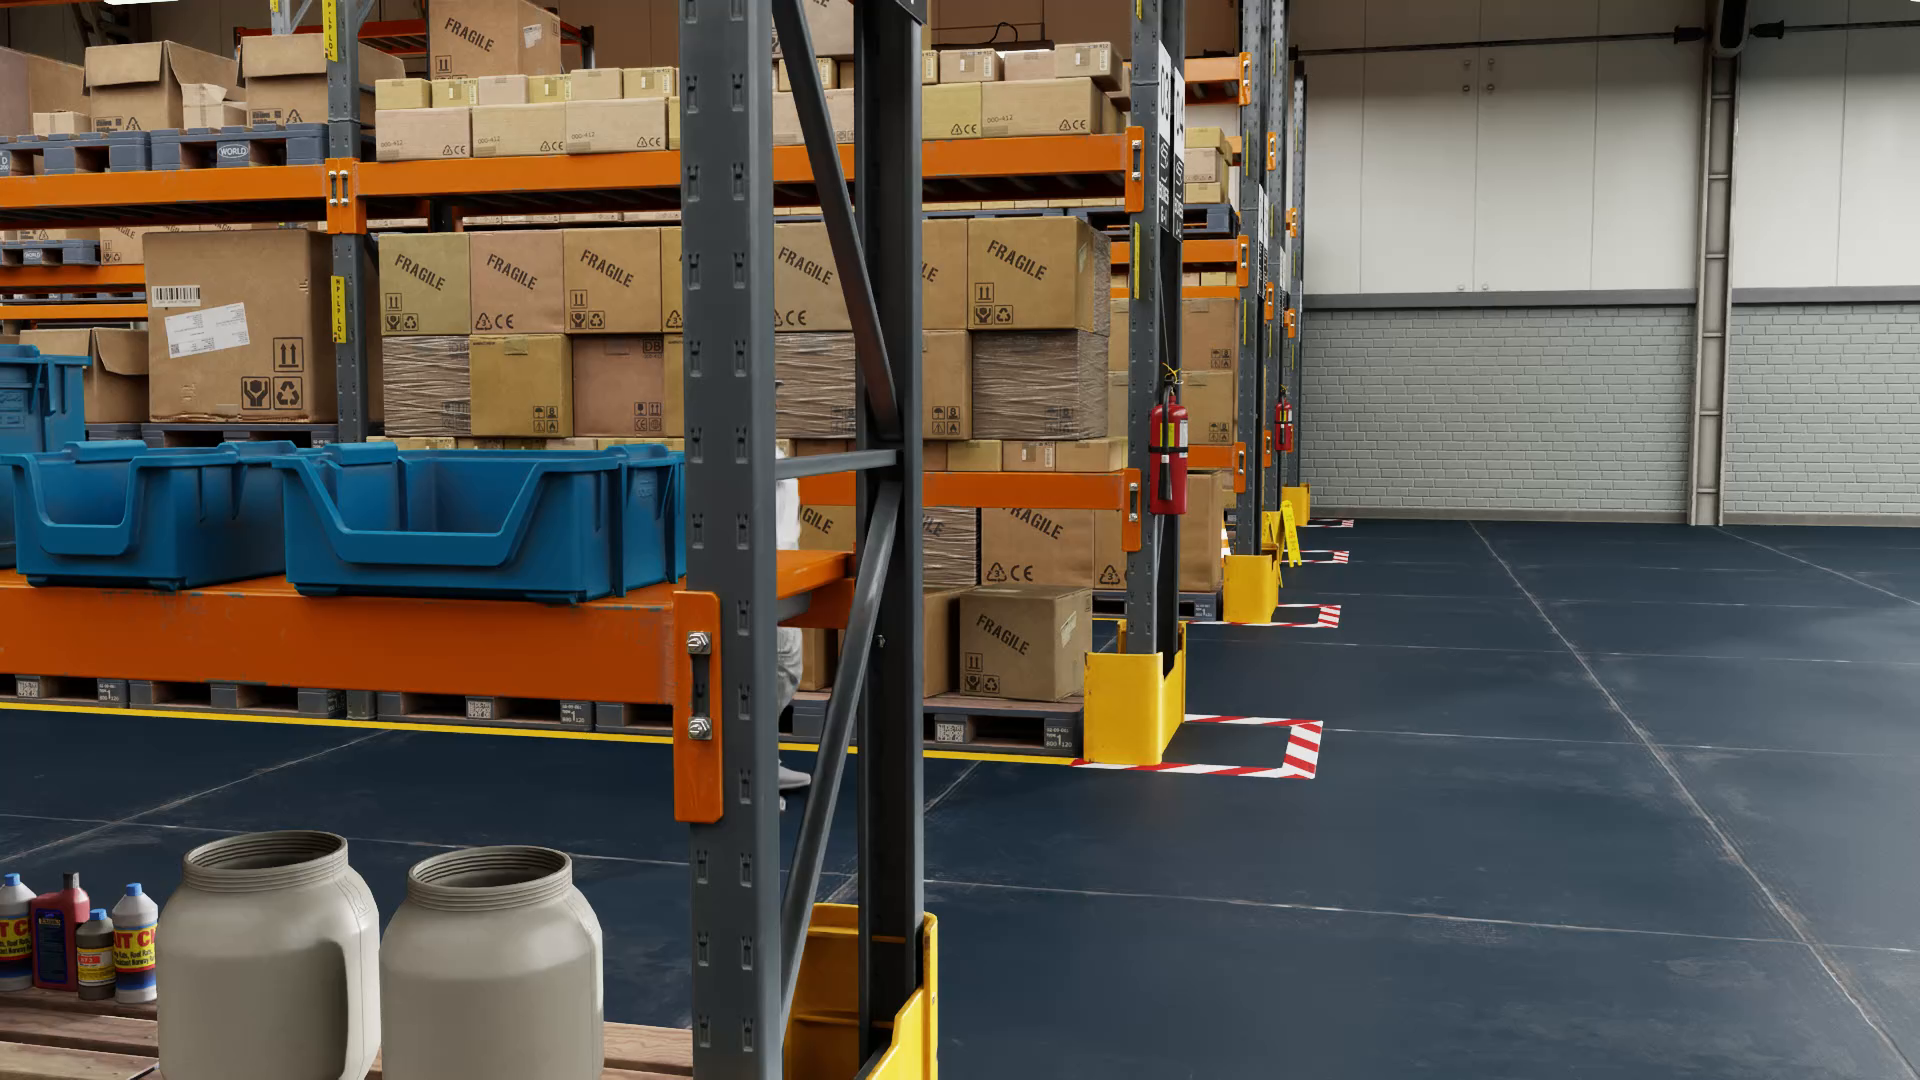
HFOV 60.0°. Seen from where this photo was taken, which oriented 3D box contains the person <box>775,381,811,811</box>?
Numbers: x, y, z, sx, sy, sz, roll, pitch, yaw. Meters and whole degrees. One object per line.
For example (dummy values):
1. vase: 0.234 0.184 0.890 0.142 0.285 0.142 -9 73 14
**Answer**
1. person: -0.802 0.160 6.782 0.391 1.784 0.629 -1 5 -6
